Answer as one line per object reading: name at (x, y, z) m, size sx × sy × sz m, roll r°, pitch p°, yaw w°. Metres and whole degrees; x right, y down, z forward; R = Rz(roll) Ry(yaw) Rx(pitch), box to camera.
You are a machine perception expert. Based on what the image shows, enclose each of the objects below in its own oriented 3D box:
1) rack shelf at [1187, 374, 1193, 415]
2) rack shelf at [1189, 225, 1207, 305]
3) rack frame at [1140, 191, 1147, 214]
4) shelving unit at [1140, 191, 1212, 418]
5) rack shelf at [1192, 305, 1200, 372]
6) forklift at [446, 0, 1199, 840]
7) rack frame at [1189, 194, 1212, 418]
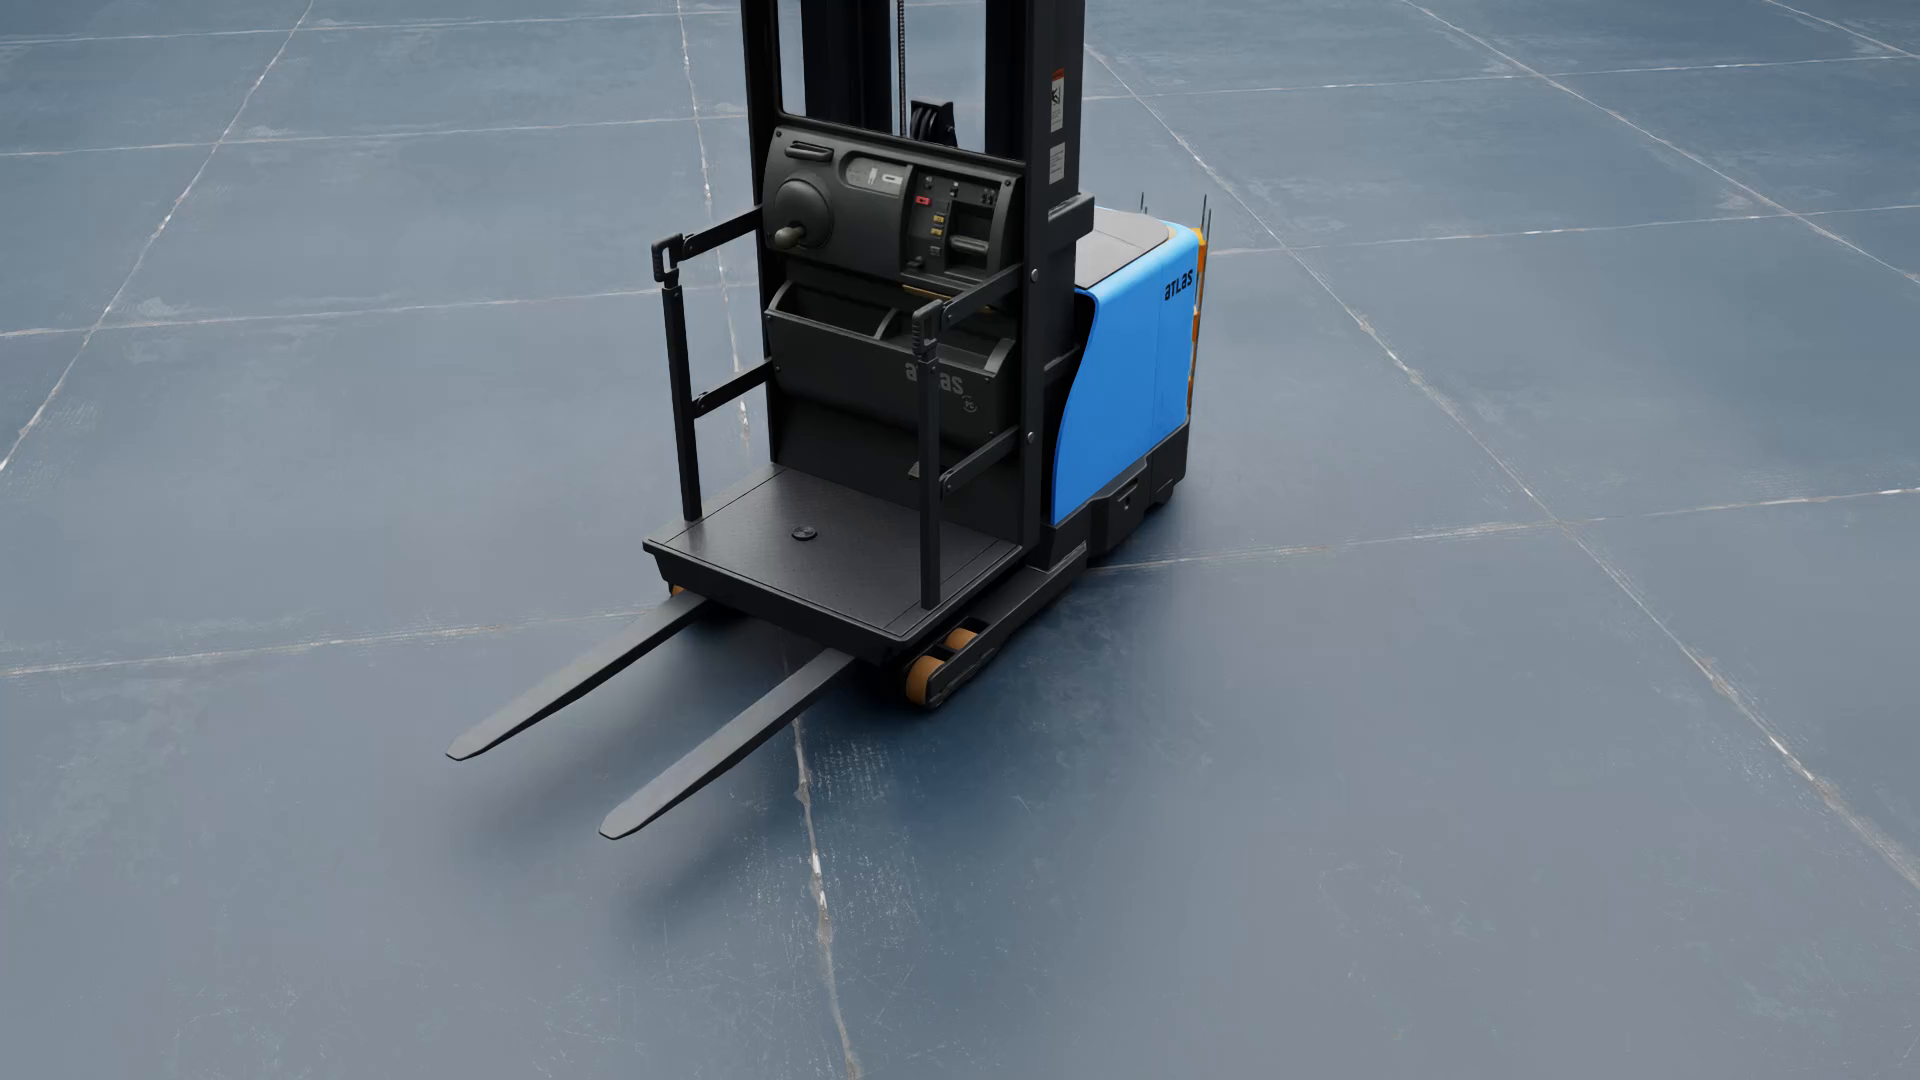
rack shelf at (0.807, -0.591, 6.773) m, size 0.240 × 0.259 × 0.215 m, roll 2°, pitch 28°, yaw 1°
rack shelf at (0.823, -1.084, 6.506) m, size 0.240 × 0.259 × 0.215 m, roll 2°, pitch 28°, yaw 1°
rack frame at (0.693, -0.849, 6.637) m, size 0.008 × 1.050 × 0.200 m, roll 2°, pitch 28°, yaw 1°
shelving unit at (0.815, -0.844, 6.636) m, size 0.252 × 1.050 × 0.215 m, roll 2°, pitch 28°, yaw 1°
rack shelf at (0.815, -0.835, 6.641) m, size 0.240 × 0.259 × 0.215 m, roll 2°, pitch 28°, yaw 1°
forklift at (-0.353, -1.000, 5.059) m, size 1.130 × 2.935 × 3.031 m, roll 19°, pitch 35°, yaw 29°
rack frame at (0.937, -0.839, 6.634) m, size 0.008 × 1.050 × 0.200 m, roll 2°, pitch 28°, yaw 1°
